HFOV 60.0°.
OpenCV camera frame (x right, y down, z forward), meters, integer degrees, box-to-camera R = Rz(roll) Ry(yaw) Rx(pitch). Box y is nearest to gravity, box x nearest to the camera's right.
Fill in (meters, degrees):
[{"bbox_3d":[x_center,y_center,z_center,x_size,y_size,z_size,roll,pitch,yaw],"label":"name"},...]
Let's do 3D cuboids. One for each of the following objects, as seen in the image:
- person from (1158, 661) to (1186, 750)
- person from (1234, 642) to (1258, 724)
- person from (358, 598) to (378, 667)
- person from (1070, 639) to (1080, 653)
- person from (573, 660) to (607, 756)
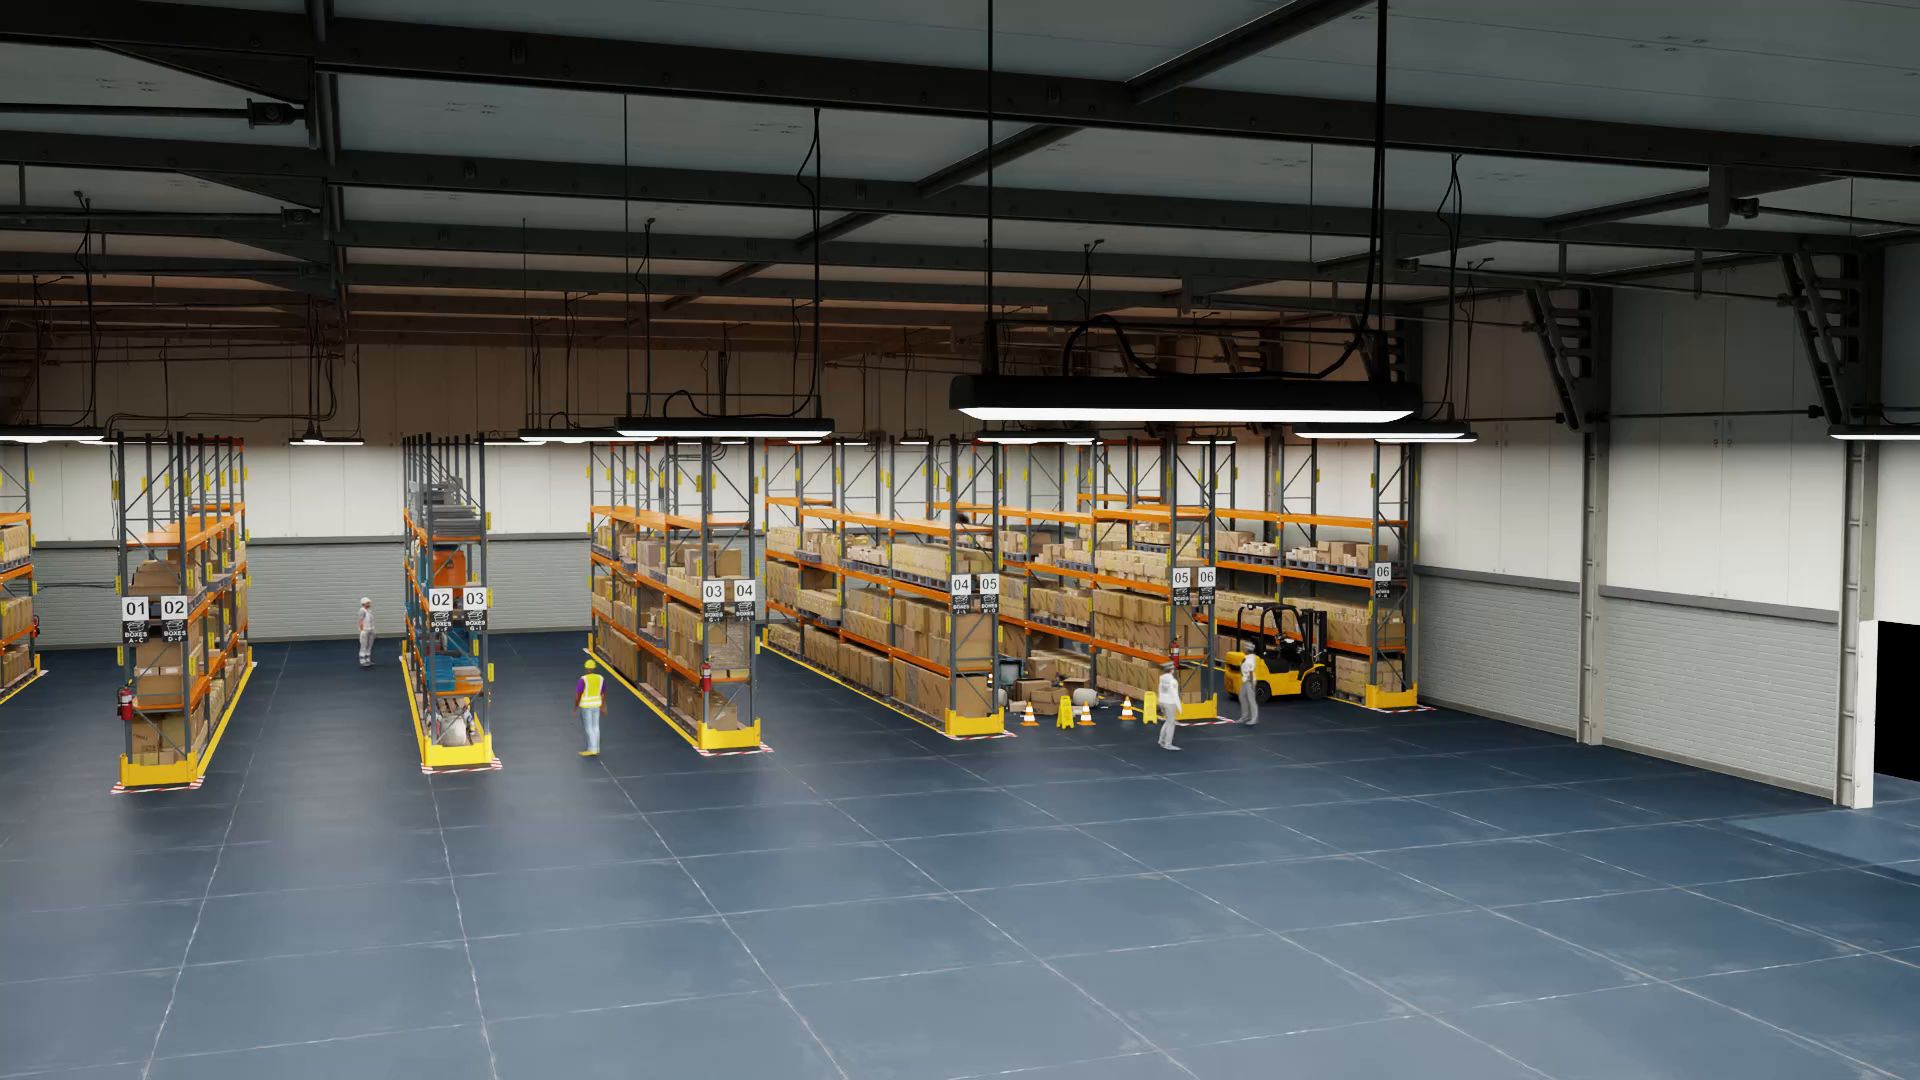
[{"bbox_3d":[4.019,3.152,31.568,0.389,1.690,0.585,-1,3,-19],"label":"person"},{"bbox_3d":[5.943,2.976,34.494,0.406,1.722,0.590,-1,3,-15],"label":"person"},{"bbox_3d":[-15.547,2.409,43.735,0.472,1.785,0.638,1,3,23],"label":"person"},{"bbox_3d":[3.096,2.370,45.263,0.660,1.794,0.807,-1,3,-21],"label":"person"},{"bbox_3d":[-6.903,3.119,31.021,0.628,1.781,0.400,-2,4,-38],"label":"person"}]
